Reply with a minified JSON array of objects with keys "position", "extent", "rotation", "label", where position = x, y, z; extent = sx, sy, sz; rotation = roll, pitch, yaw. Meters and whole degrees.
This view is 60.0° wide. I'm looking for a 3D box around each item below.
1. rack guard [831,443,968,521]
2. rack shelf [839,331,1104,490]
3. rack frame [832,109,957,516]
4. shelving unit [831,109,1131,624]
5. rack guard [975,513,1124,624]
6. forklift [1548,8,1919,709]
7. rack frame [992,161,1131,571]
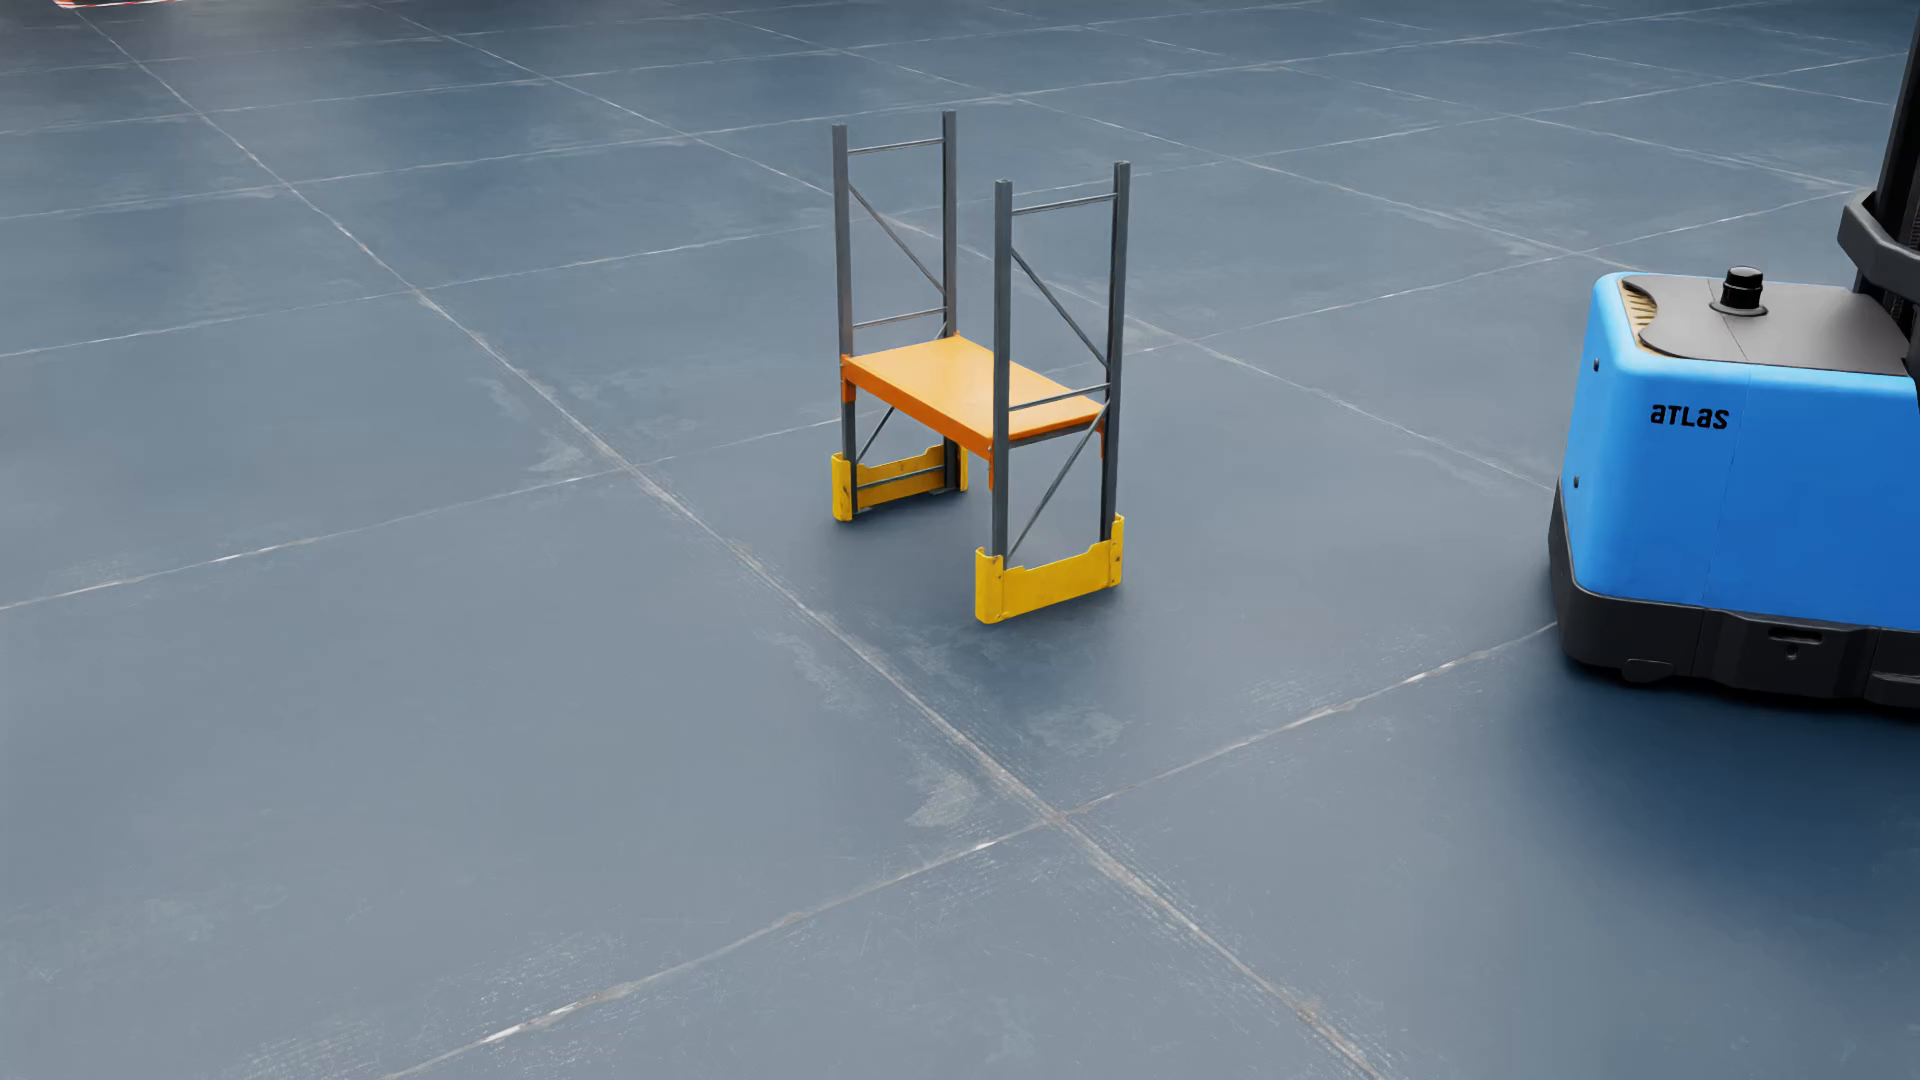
[{"position":[-0.230,-0.264,6.516],"extent":[0.587,0.250,0.087],"rotation":[-16,29,-30],"label":"rack guard"},{"position":[0.047,-0.485,5.942],"extent":[0.538,0.185,1.000],"rotation":[-16,29,-30],"label":"rack shelf"},{"position":[-0.231,-0.830,6.250],"extent":[0.500,1.500,0.032],"rotation":[-16,29,-30],"label":"rack frame"},{"position":[0.042,-0.651,5.872],"extent":[0.587,1.500,1.083],"rotation":[-16,29,-30],"label":"shelving unit"},{"position":[0.313,0.092,5.762],"extent":[0.587,0.250,0.087],"rotation":[-16,29,-30],"label":"rack guard"},{"position":[3.506,-0.923,4.772],"extent":[3.031,2.935,1.130],"rotation":[7,26,14],"label":"forklift"},{"position":[0.324,-0.466,5.480],"extent":[0.500,1.500,0.032],"rotation":[-16,29,-30],"label":"rack frame"}]
